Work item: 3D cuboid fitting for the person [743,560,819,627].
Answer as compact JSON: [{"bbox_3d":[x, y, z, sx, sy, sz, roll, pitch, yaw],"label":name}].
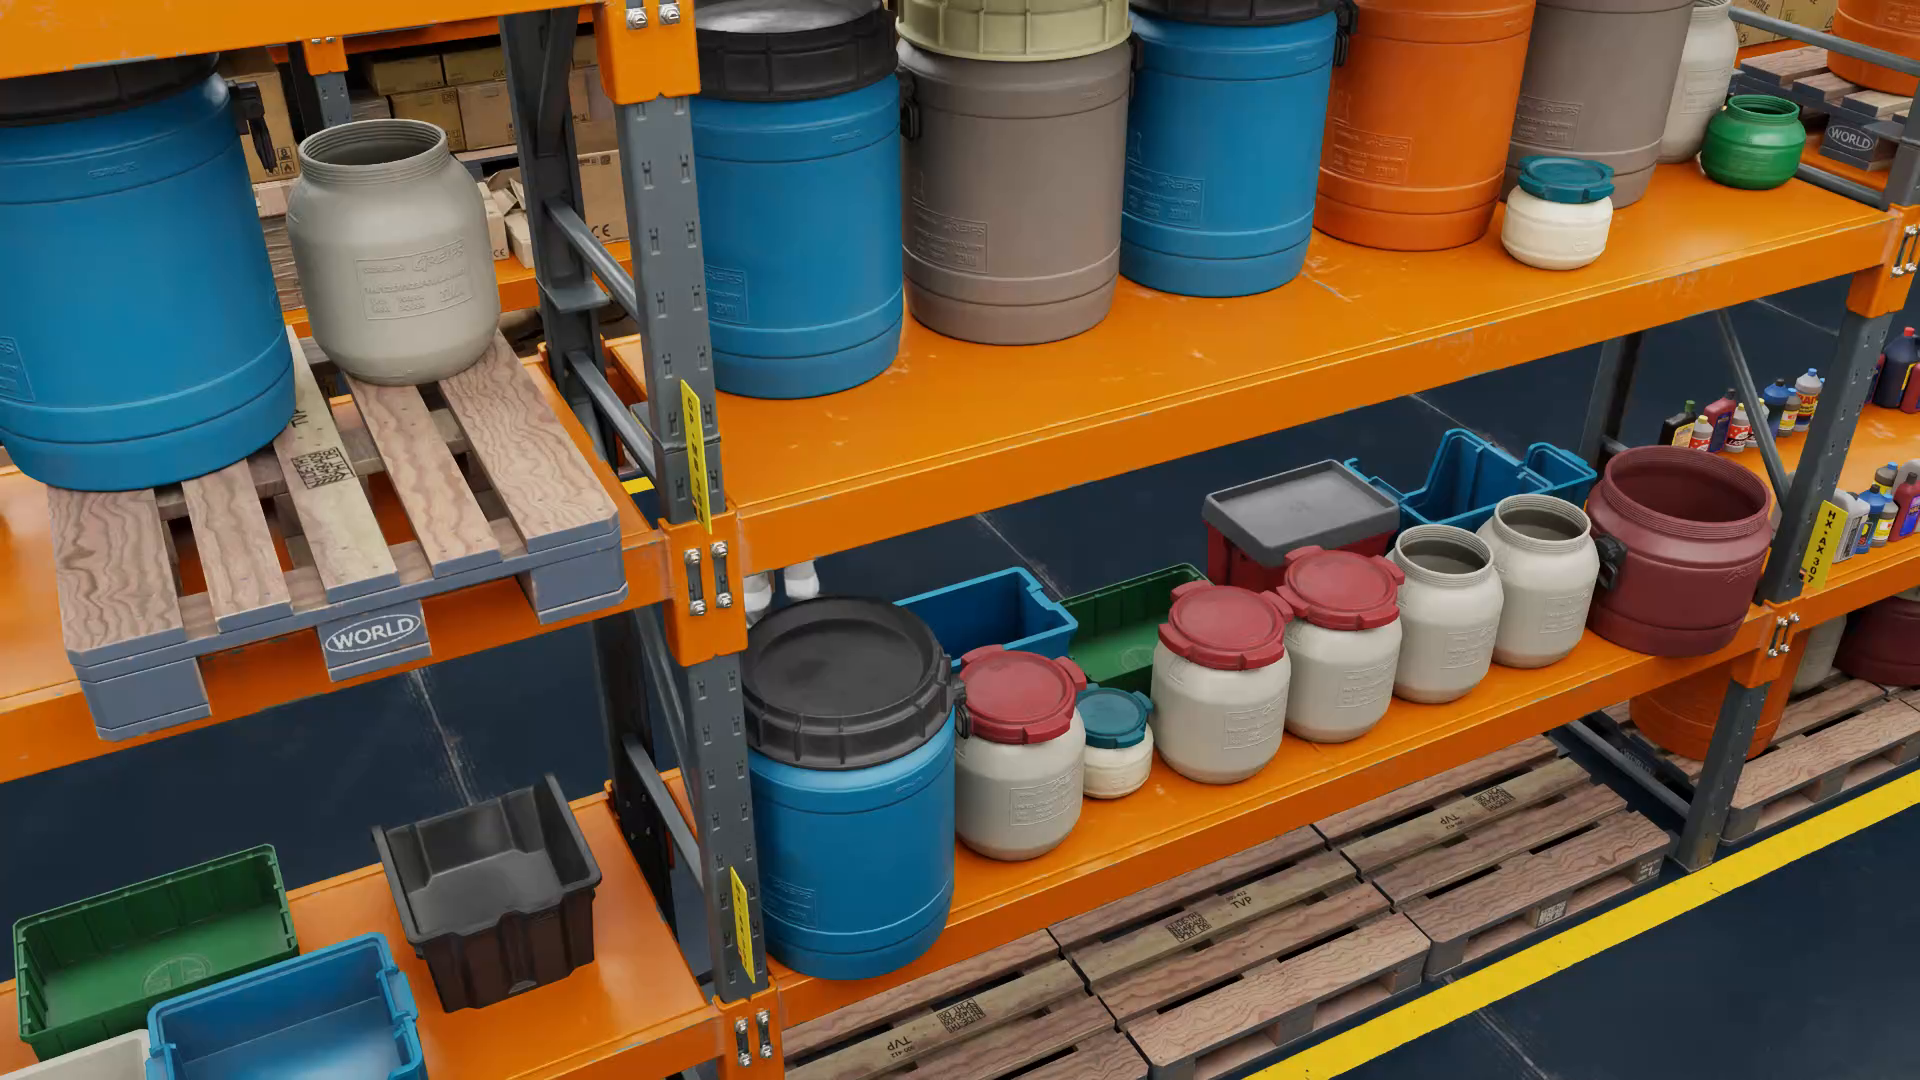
[{"bbox_3d":[-0.896,-0.270,7.549,0.528,1.781,0.351,-15,36,-22],"label":"person"}]
